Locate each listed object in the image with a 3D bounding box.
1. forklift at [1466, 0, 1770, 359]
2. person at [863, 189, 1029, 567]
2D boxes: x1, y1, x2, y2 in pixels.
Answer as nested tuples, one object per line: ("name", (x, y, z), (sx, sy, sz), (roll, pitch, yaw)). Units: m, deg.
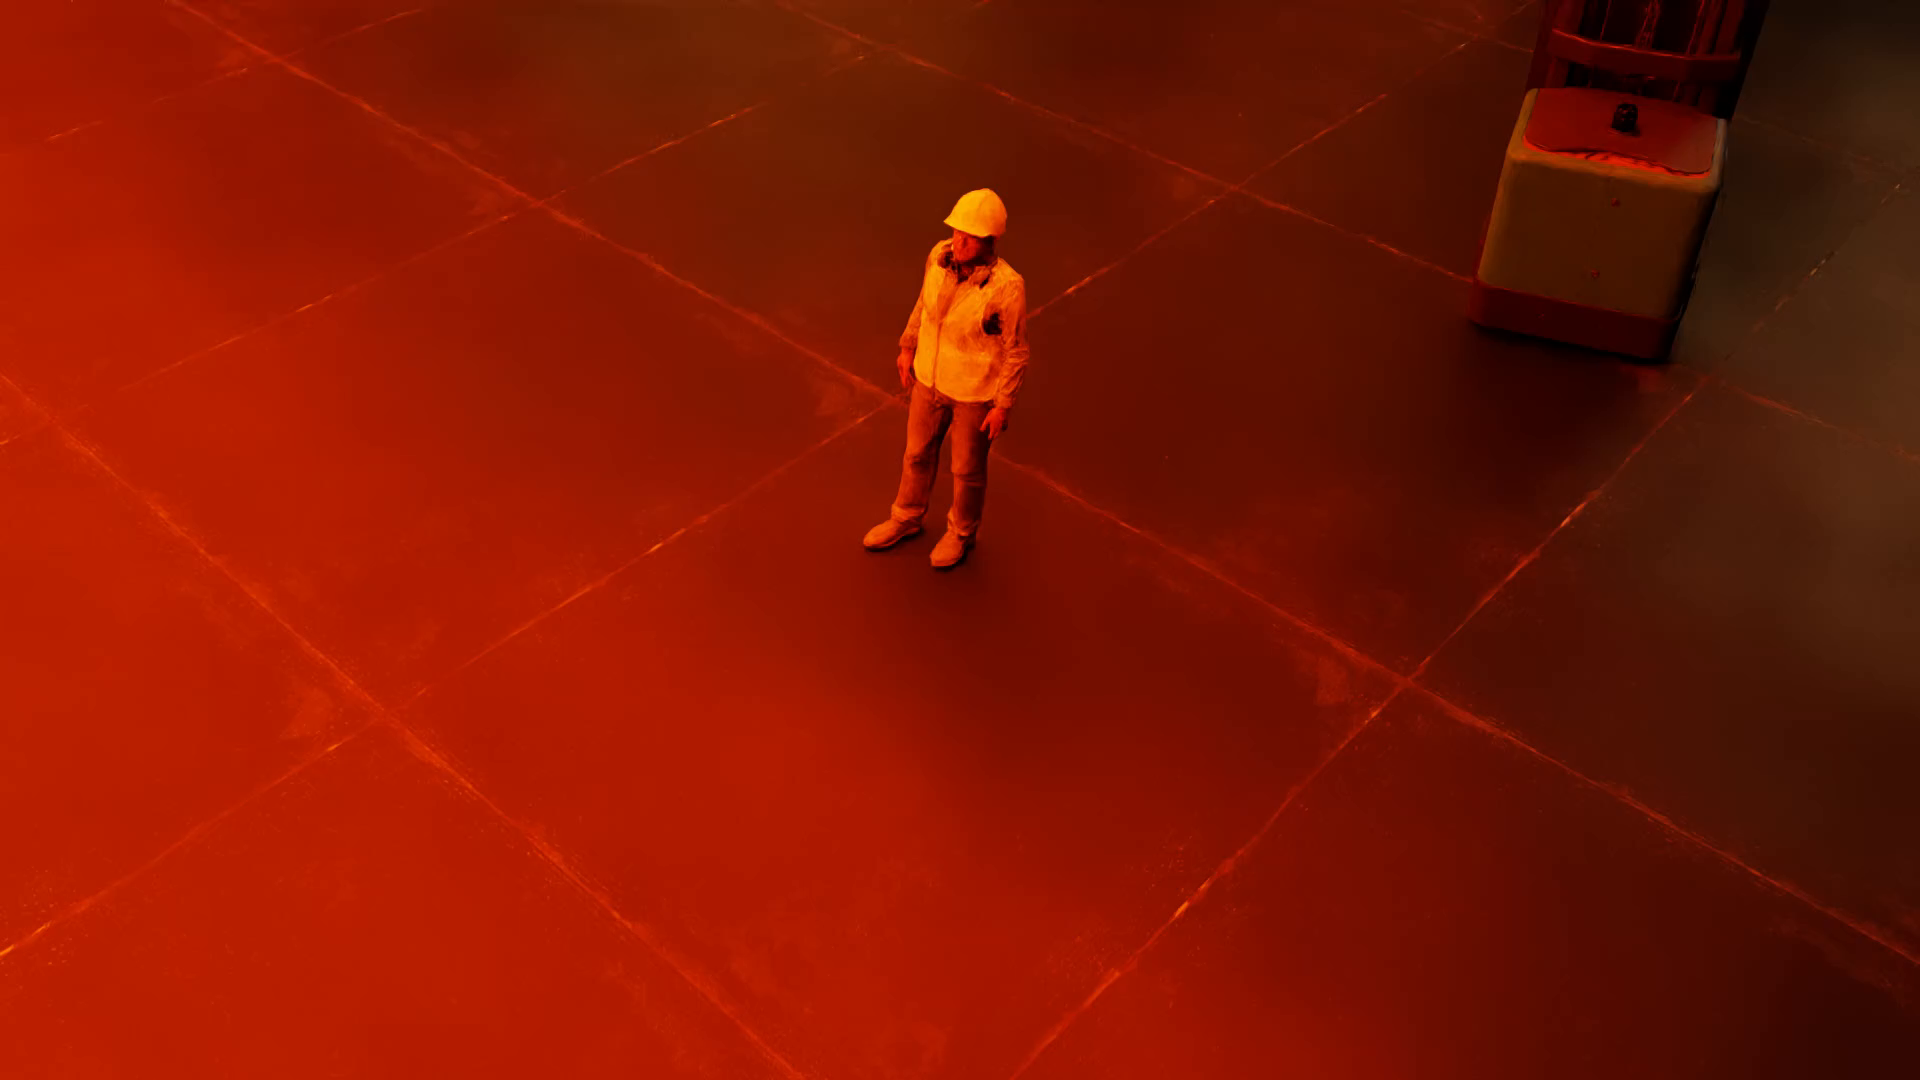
("forklift", (3.769, -3.018, 8.946), (1.130, 2.935, 3.031), (15, 43, 17))
("person", (-0.048, -0.652, 7.066), (0.632, 1.773, 0.567), (31, 49, 31))
